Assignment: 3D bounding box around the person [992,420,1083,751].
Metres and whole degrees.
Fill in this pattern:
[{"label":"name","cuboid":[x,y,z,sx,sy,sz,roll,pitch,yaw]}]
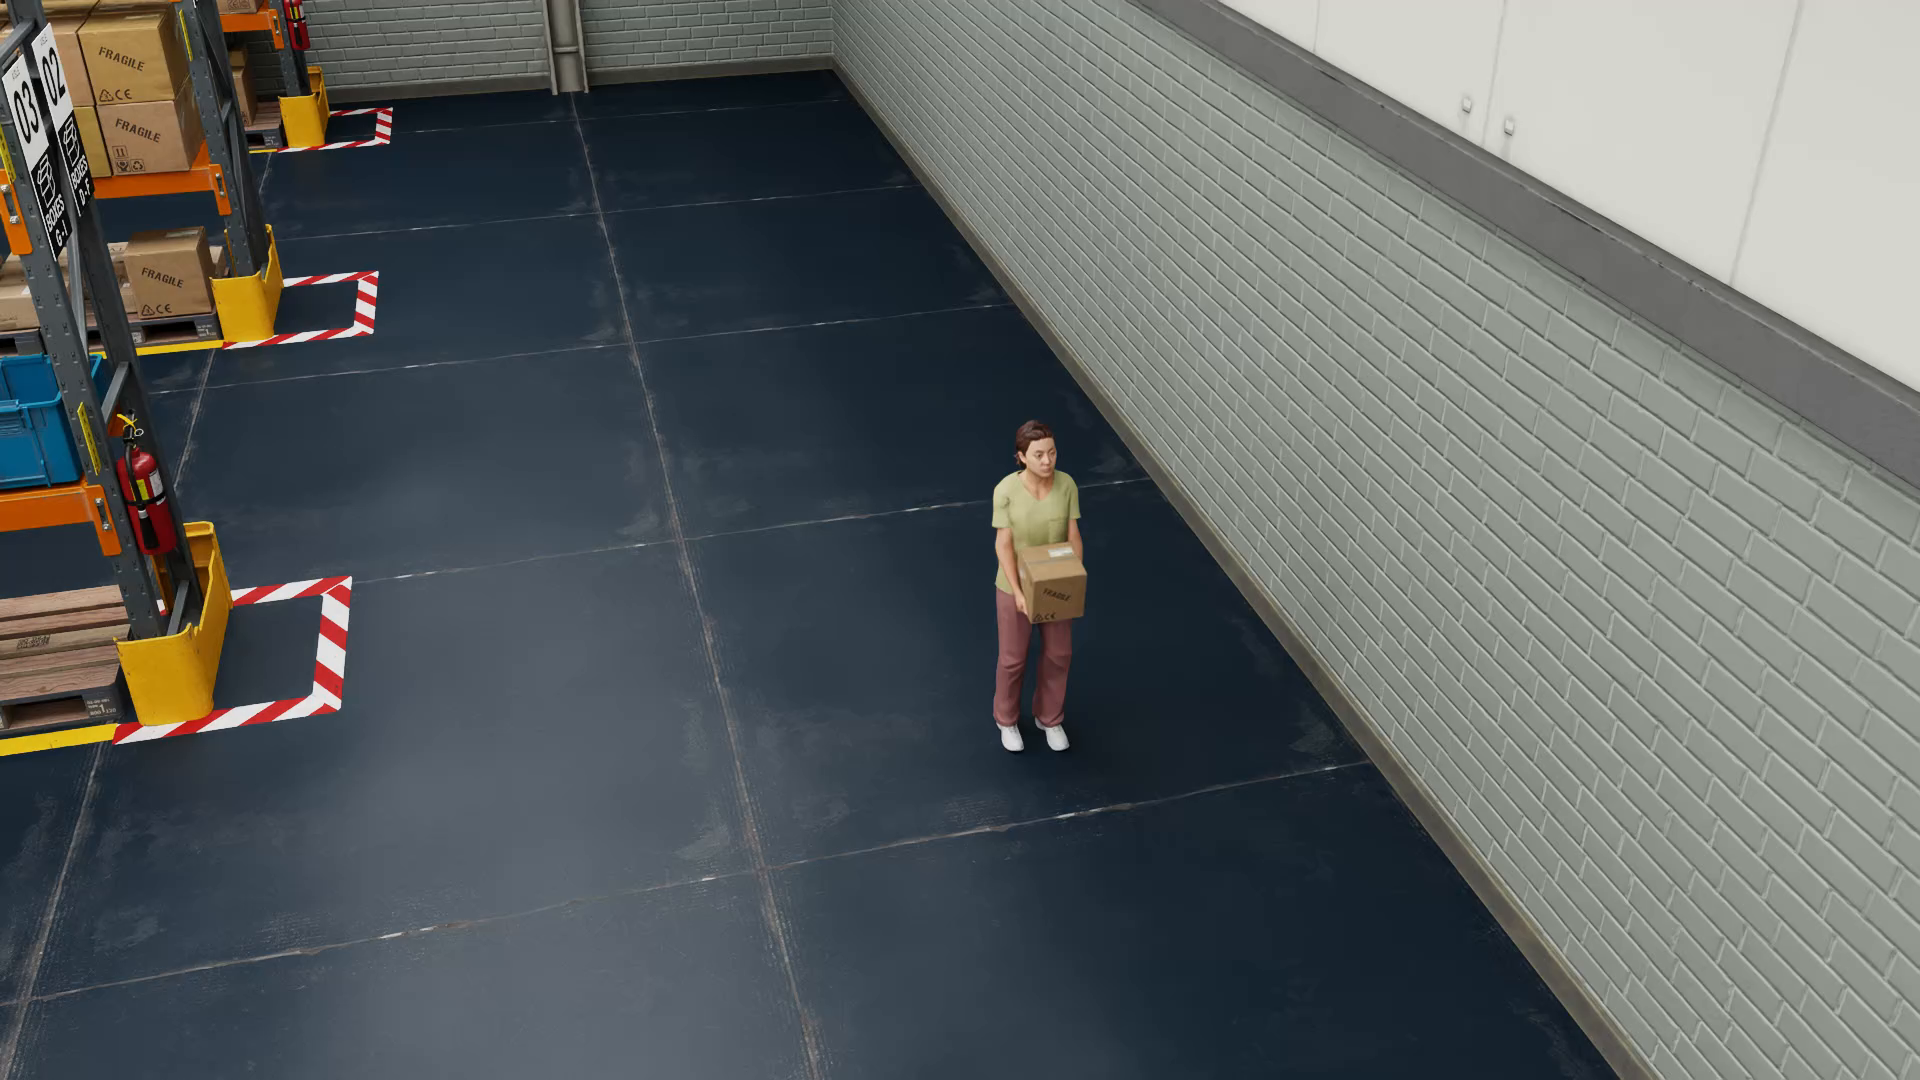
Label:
[{"label":"person","cuboid":[0.369,0.255,7.812,0.426,1.664,0.540,-7,31,-12]}]
